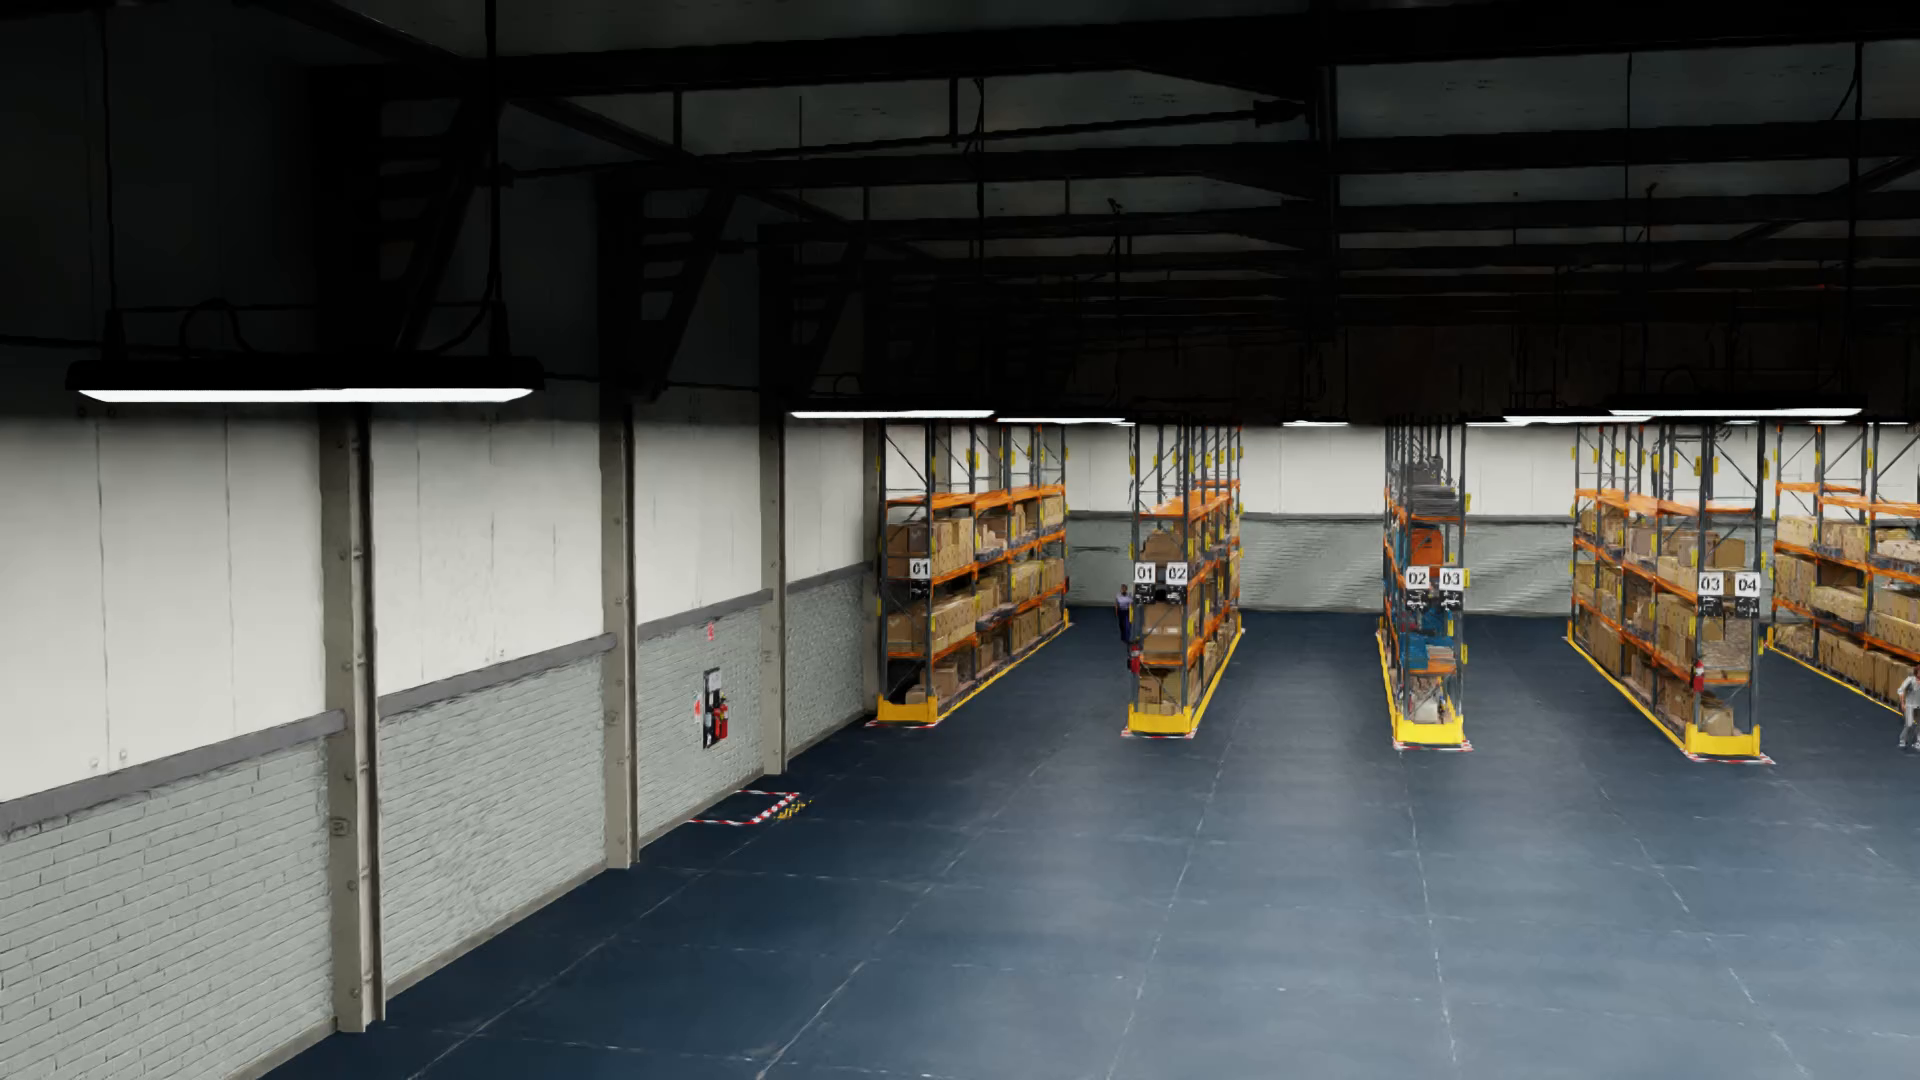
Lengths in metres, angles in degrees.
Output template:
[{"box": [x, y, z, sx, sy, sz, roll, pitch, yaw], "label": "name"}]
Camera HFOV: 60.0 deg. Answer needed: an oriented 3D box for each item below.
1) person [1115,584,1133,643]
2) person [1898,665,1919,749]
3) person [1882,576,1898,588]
[{"box": [4.357, 1.934, 44.249, 0.479, 1.567, 1.090, 1, 4, 15], "label": "person"}, {"box": [16.994, 2.957, 29.591, 0.566, 1.541, 0.519, 1, 4, 10], "label": "person"}, {"box": [25.466, 1.815, 45.460, 0.465, 1.692, 0.579, -2, 4, -24], "label": "person"}]
